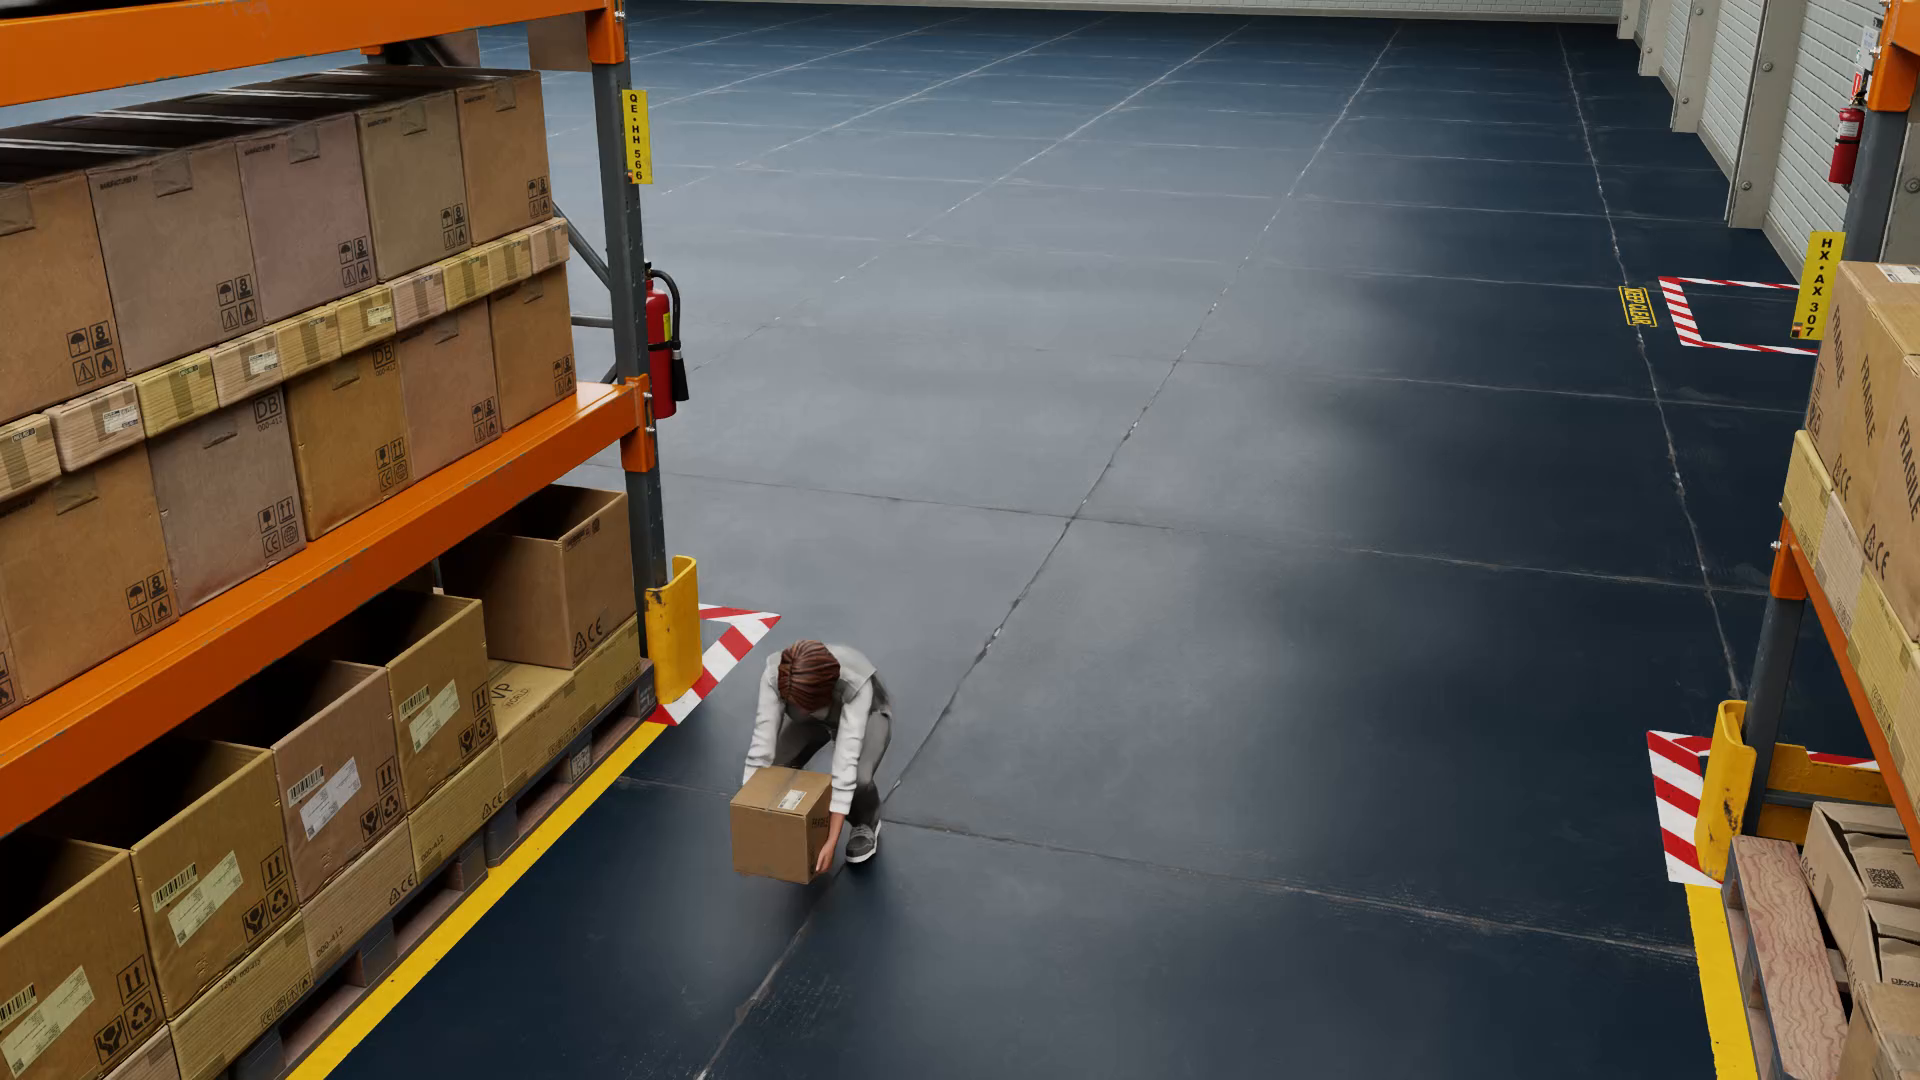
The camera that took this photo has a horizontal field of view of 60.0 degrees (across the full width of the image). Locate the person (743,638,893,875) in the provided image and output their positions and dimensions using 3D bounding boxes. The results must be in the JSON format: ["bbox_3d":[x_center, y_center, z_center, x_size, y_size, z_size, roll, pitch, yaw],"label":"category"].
[{"bbox_3d":[-0.456,0.656,5.440,0.423,0.896,0.821,6,23,14],"label":"person"}]
